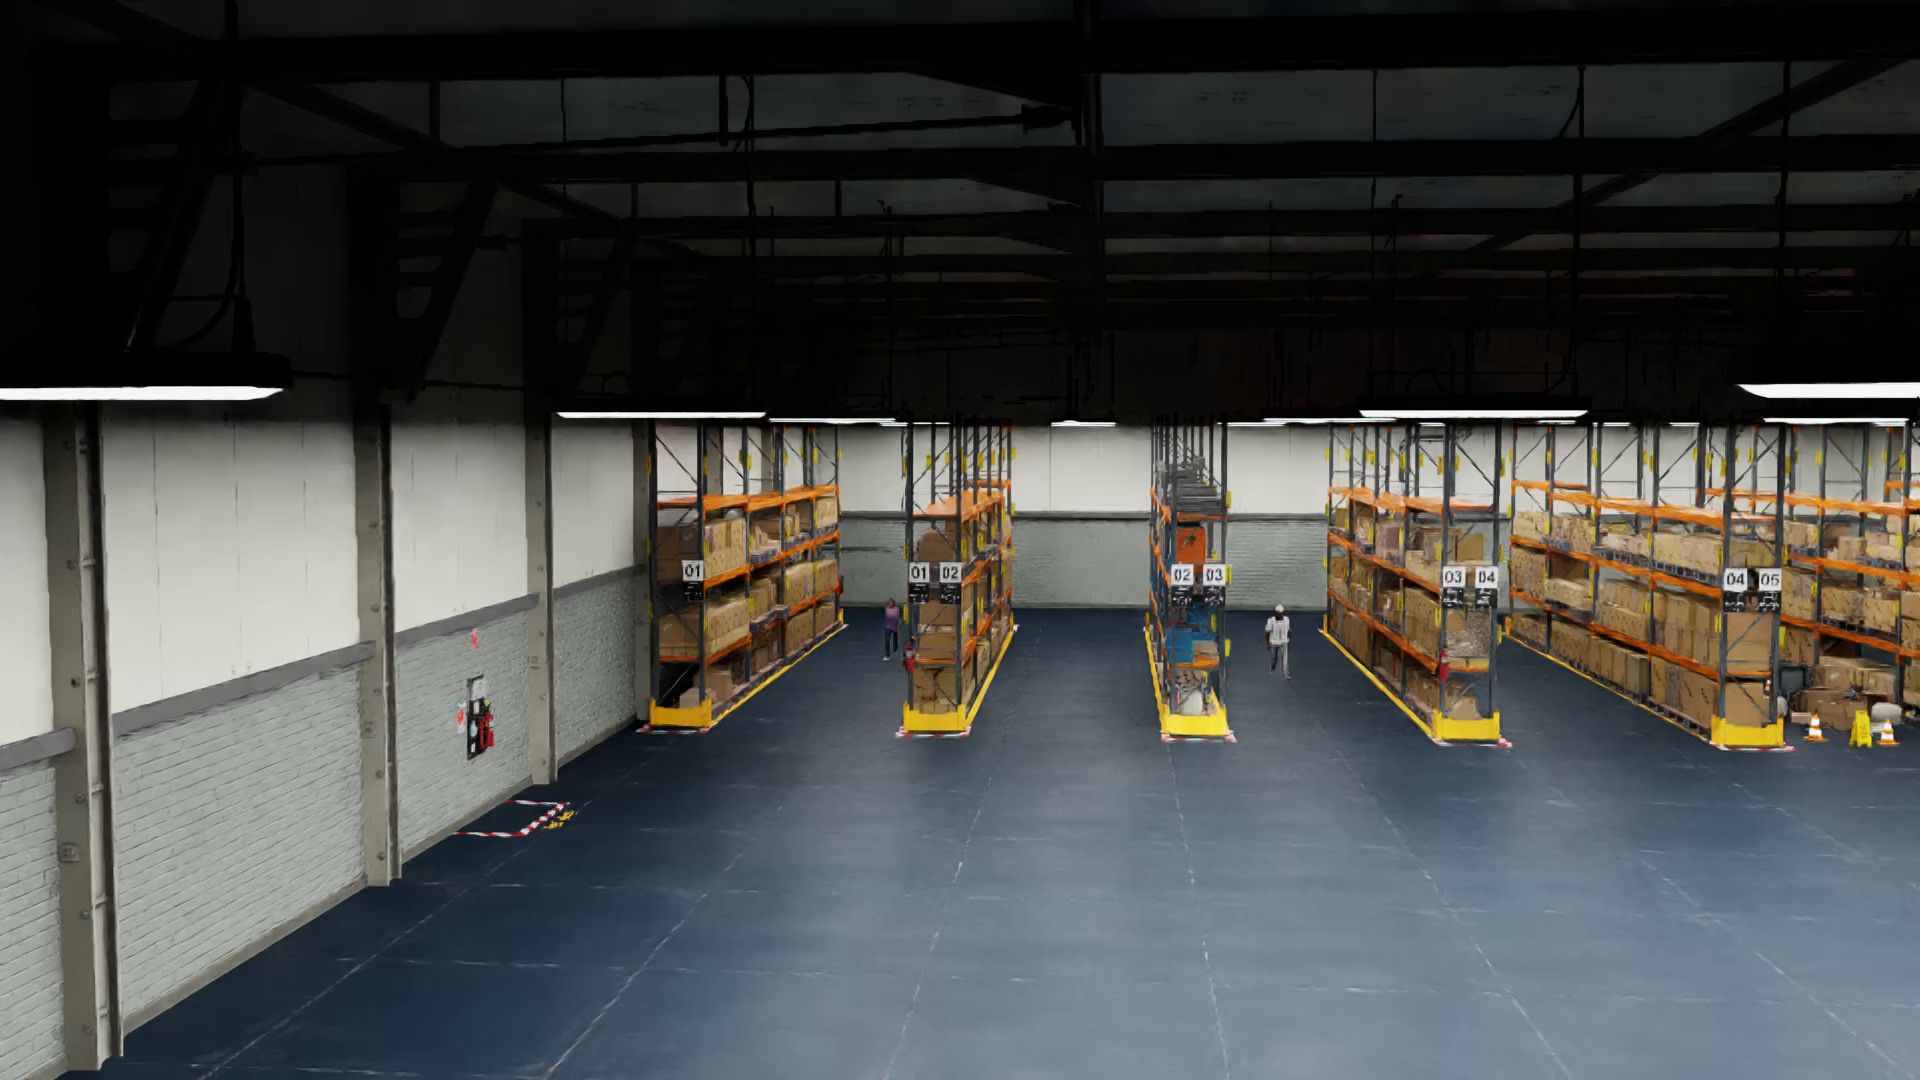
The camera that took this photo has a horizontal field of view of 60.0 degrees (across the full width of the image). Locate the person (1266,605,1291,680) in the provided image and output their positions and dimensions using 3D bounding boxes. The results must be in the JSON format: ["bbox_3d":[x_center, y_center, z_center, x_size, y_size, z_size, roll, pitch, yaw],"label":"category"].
[{"bbox_3d":[7.262,2.311,37.899,0.582,1.686,1.113,0,4,3],"label":"person"}]

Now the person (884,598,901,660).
[{"bbox_3d":[-1.670,2.177,41.223,0.415,1.517,1.041,0,4,3],"label":"person"}]
